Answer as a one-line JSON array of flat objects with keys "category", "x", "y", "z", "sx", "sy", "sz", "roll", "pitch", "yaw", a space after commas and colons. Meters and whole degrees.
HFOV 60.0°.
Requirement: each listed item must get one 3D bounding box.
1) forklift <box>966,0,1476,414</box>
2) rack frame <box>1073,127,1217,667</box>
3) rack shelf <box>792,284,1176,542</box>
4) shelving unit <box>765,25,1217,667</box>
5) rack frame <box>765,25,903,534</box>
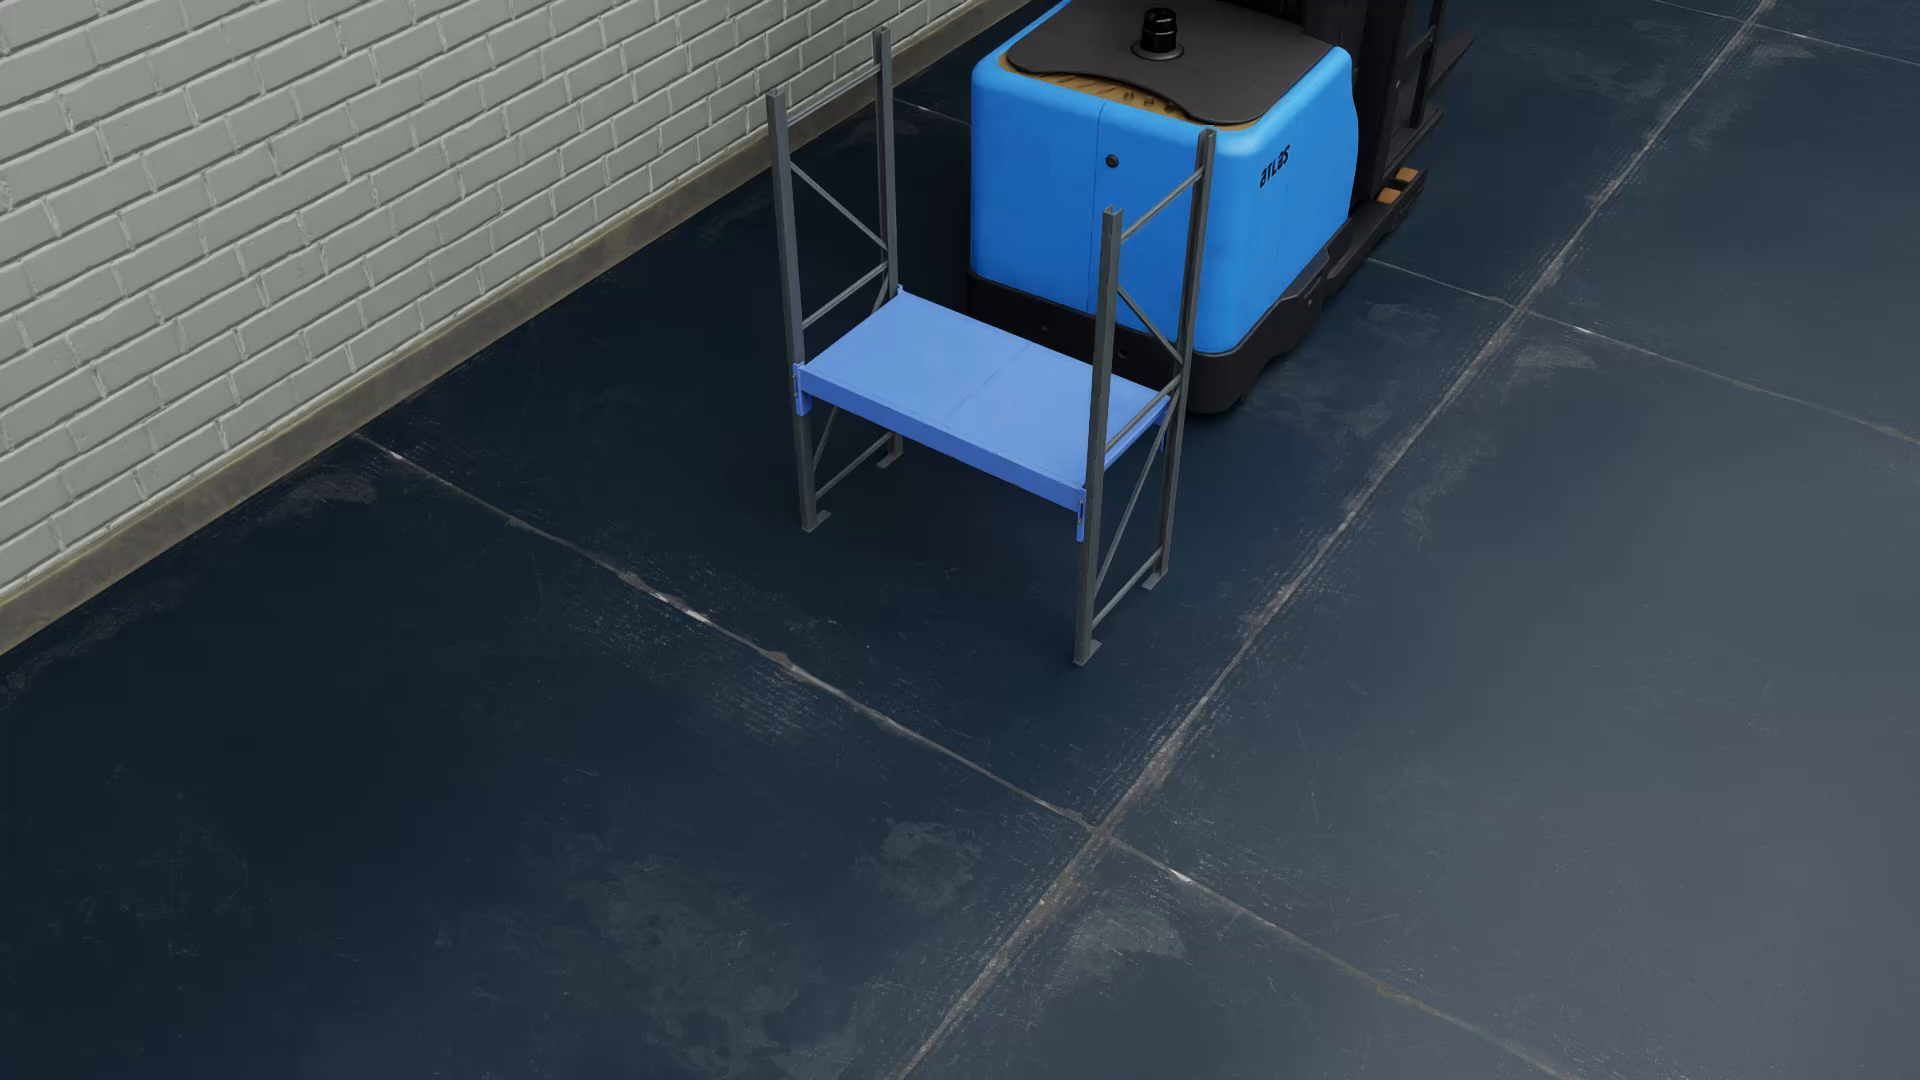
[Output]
[{"category": "forklift", "x": 1.230, "y": -2.477, "z": 5.821, "sx": 1.130, "sy": 2.935, "sz": 3.031, "roll": 23, "pitch": 47, "yaw": 23}, {"category": "rack frame", "x": 0.486, "y": -0.332, "z": 4.496, "sx": 0.032, "sy": 1.500, "sz": 0.500, "roll": 25, "pitch": 48, "yaw": 25}, {"category": "rack shelf", "x": 0.070, "y": -0.392, "z": 4.833, "sx": 1.000, "sy": 0.185, "sz": 0.538, "roll": 25, "pitch": 48, "yaw": 25}, {"category": "shelving unit", "x": 0.070, "y": -0.526, "z": 4.713, "sx": 1.048, "sy": 1.500, "sz": 0.538, "roll": 25, "pitch": 48, "yaw": 25}, {"category": "rack frame", "x": -0.346, "y": -0.721, "z": 4.931, "sx": 0.032, "sy": 1.500, "sz": 0.500, "roll": 25, "pitch": 48, "yaw": 25}]
